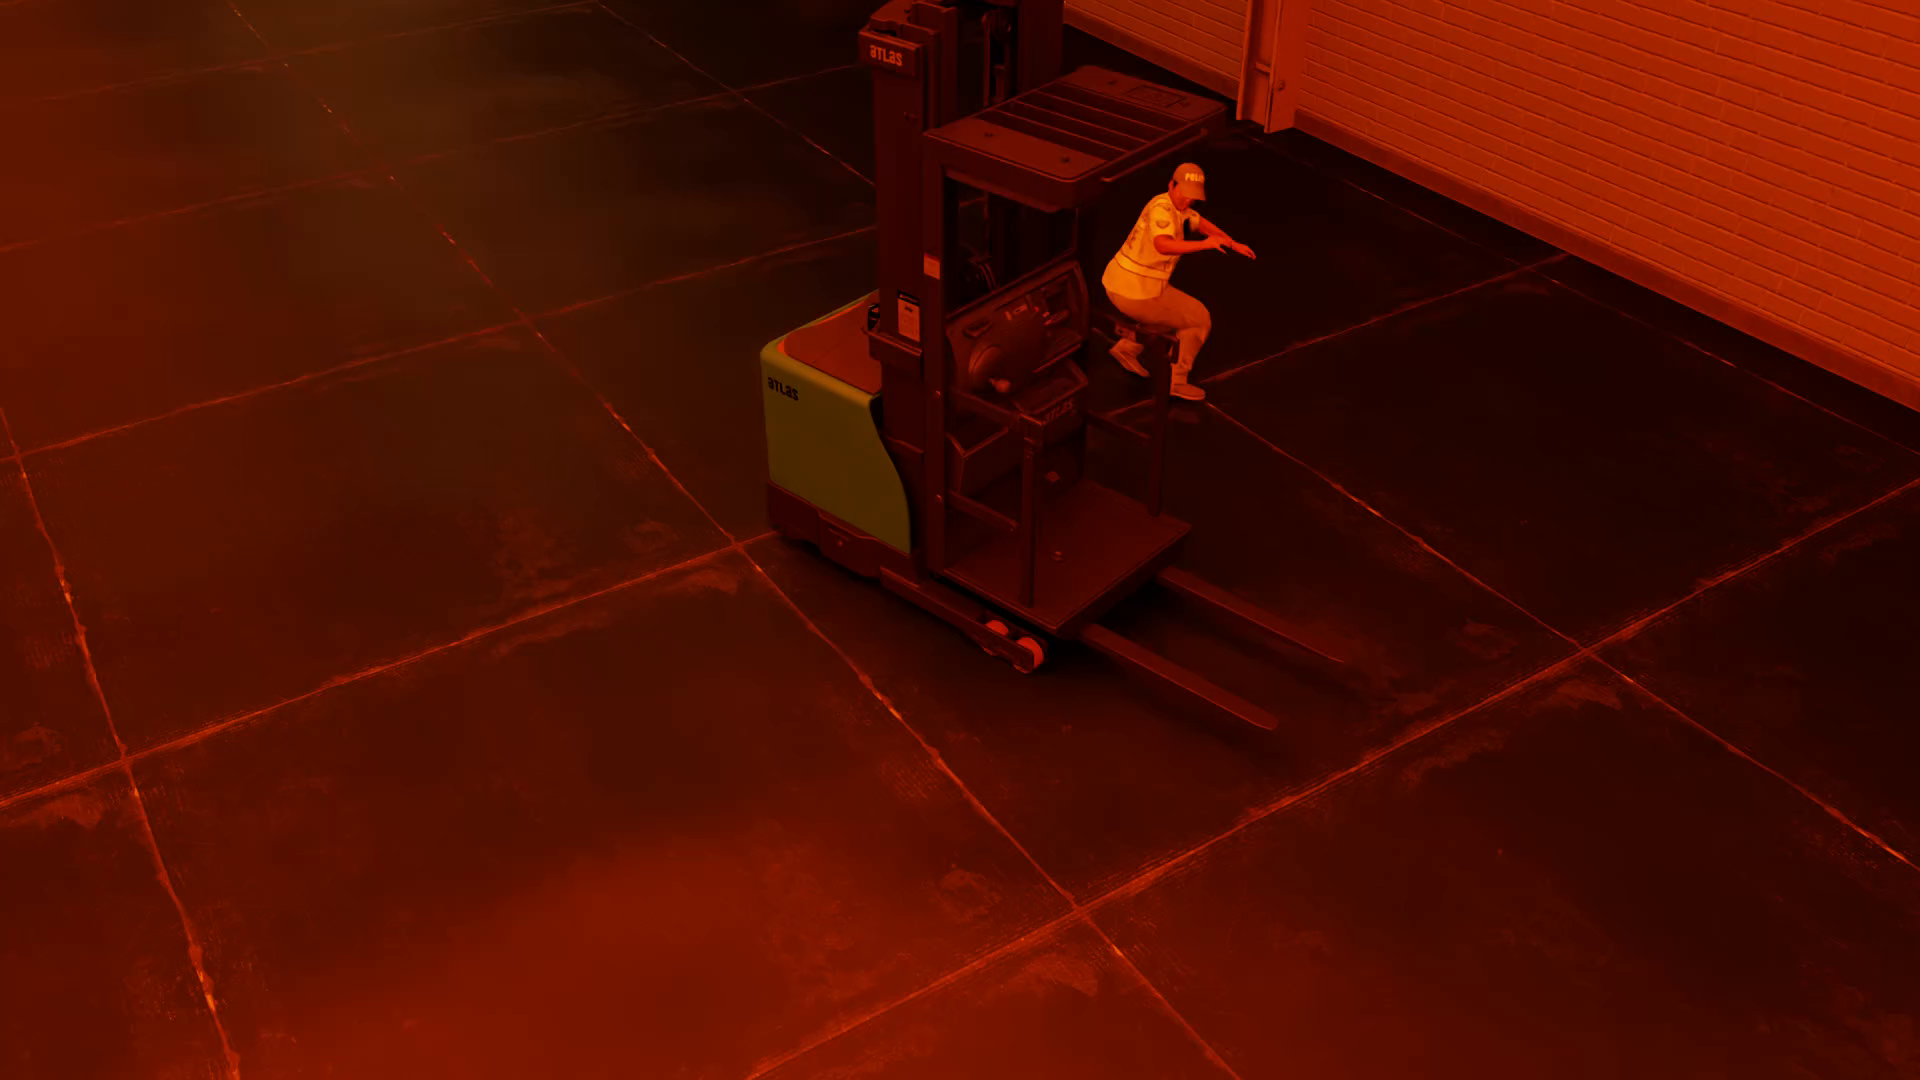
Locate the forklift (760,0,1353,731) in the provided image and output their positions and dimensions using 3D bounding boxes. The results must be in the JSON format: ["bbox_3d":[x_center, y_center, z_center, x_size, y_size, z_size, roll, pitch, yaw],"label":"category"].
[{"bbox_3d":[0.433,-0.918,7.455,3.031,2.935,1.130,27,43,33],"label":"forklift"}]

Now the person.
[{"bbox_3d":[1.307,-1.494,9.628,0.950,1.398,0.730,-3,35,-5],"label":"person"}]
